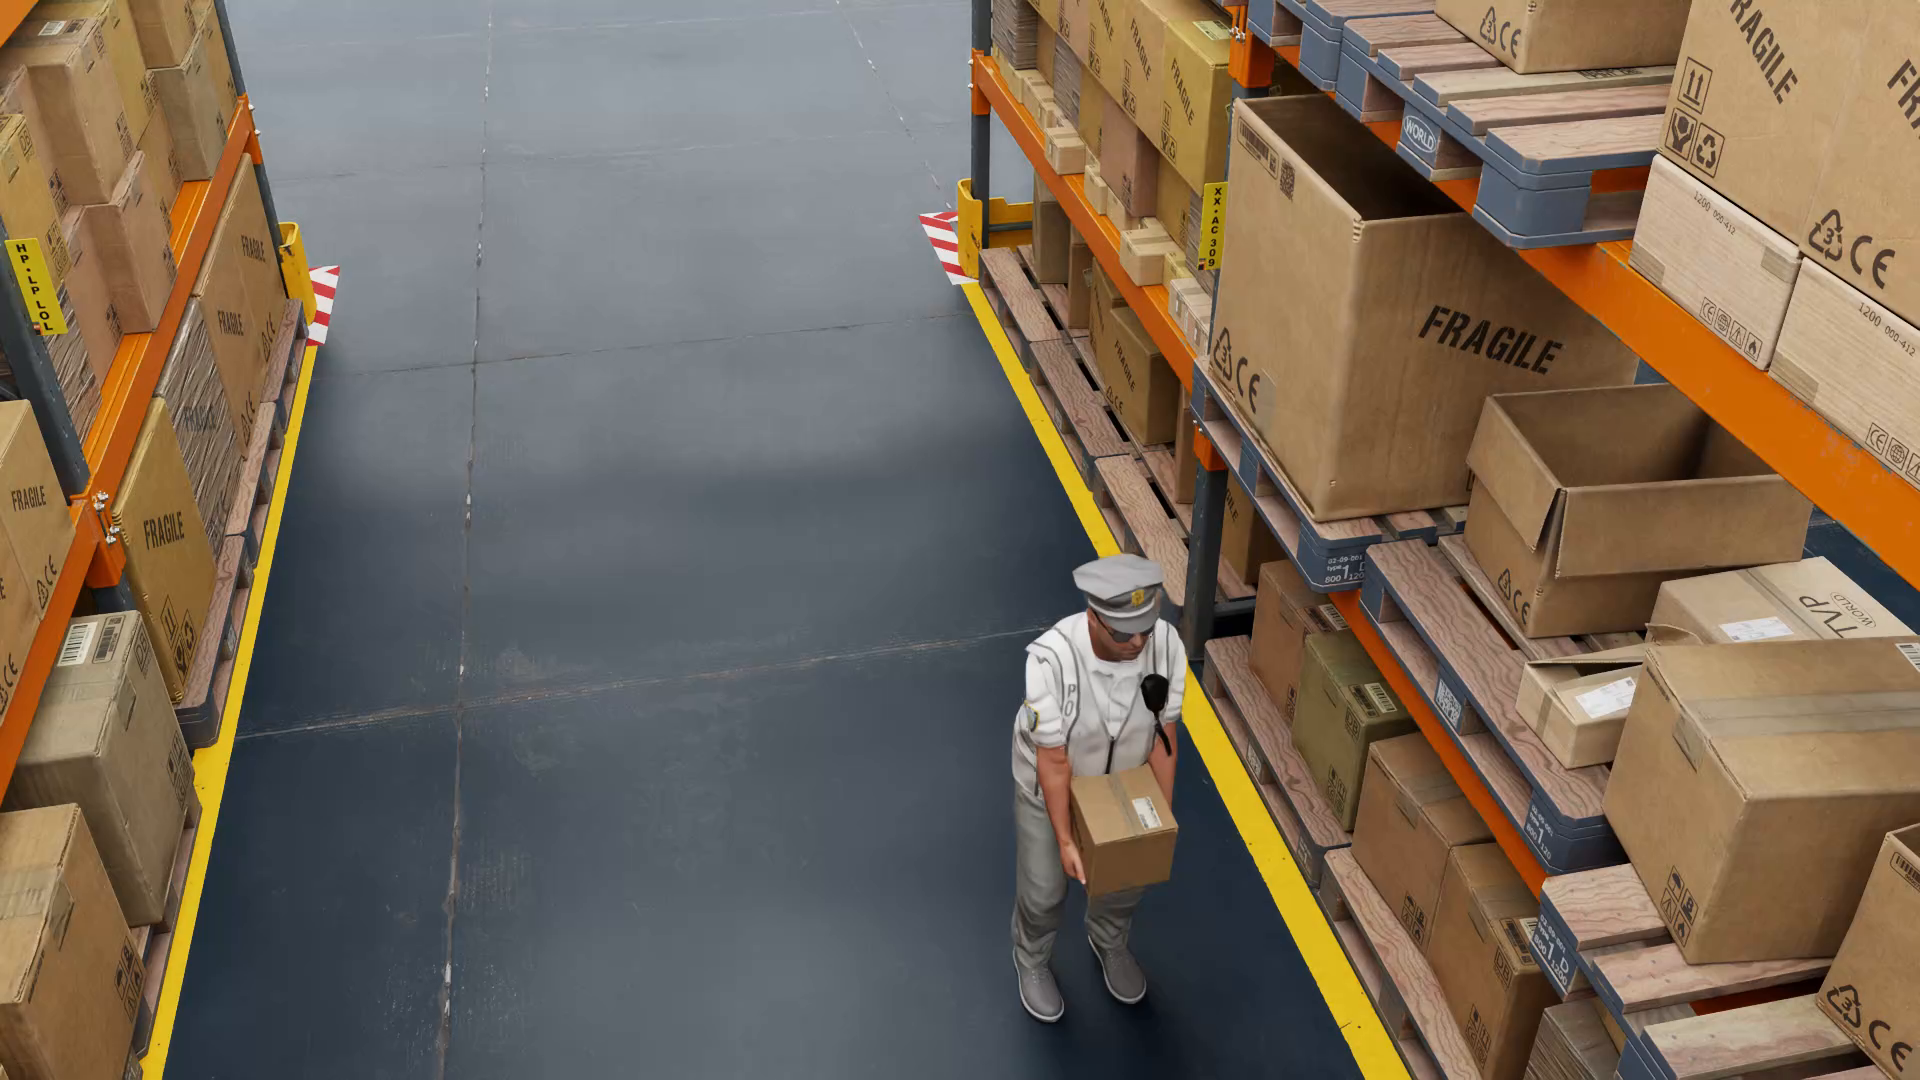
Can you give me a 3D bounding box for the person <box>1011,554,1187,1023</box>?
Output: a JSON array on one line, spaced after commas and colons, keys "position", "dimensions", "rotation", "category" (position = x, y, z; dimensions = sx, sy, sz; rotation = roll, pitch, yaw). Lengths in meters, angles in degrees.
[{"position": [0.420, 0.767, 5.026], "dimensions": [0.485, 1.738, 0.597], "rotation": [-9, 35, -13], "category": "person"}]
